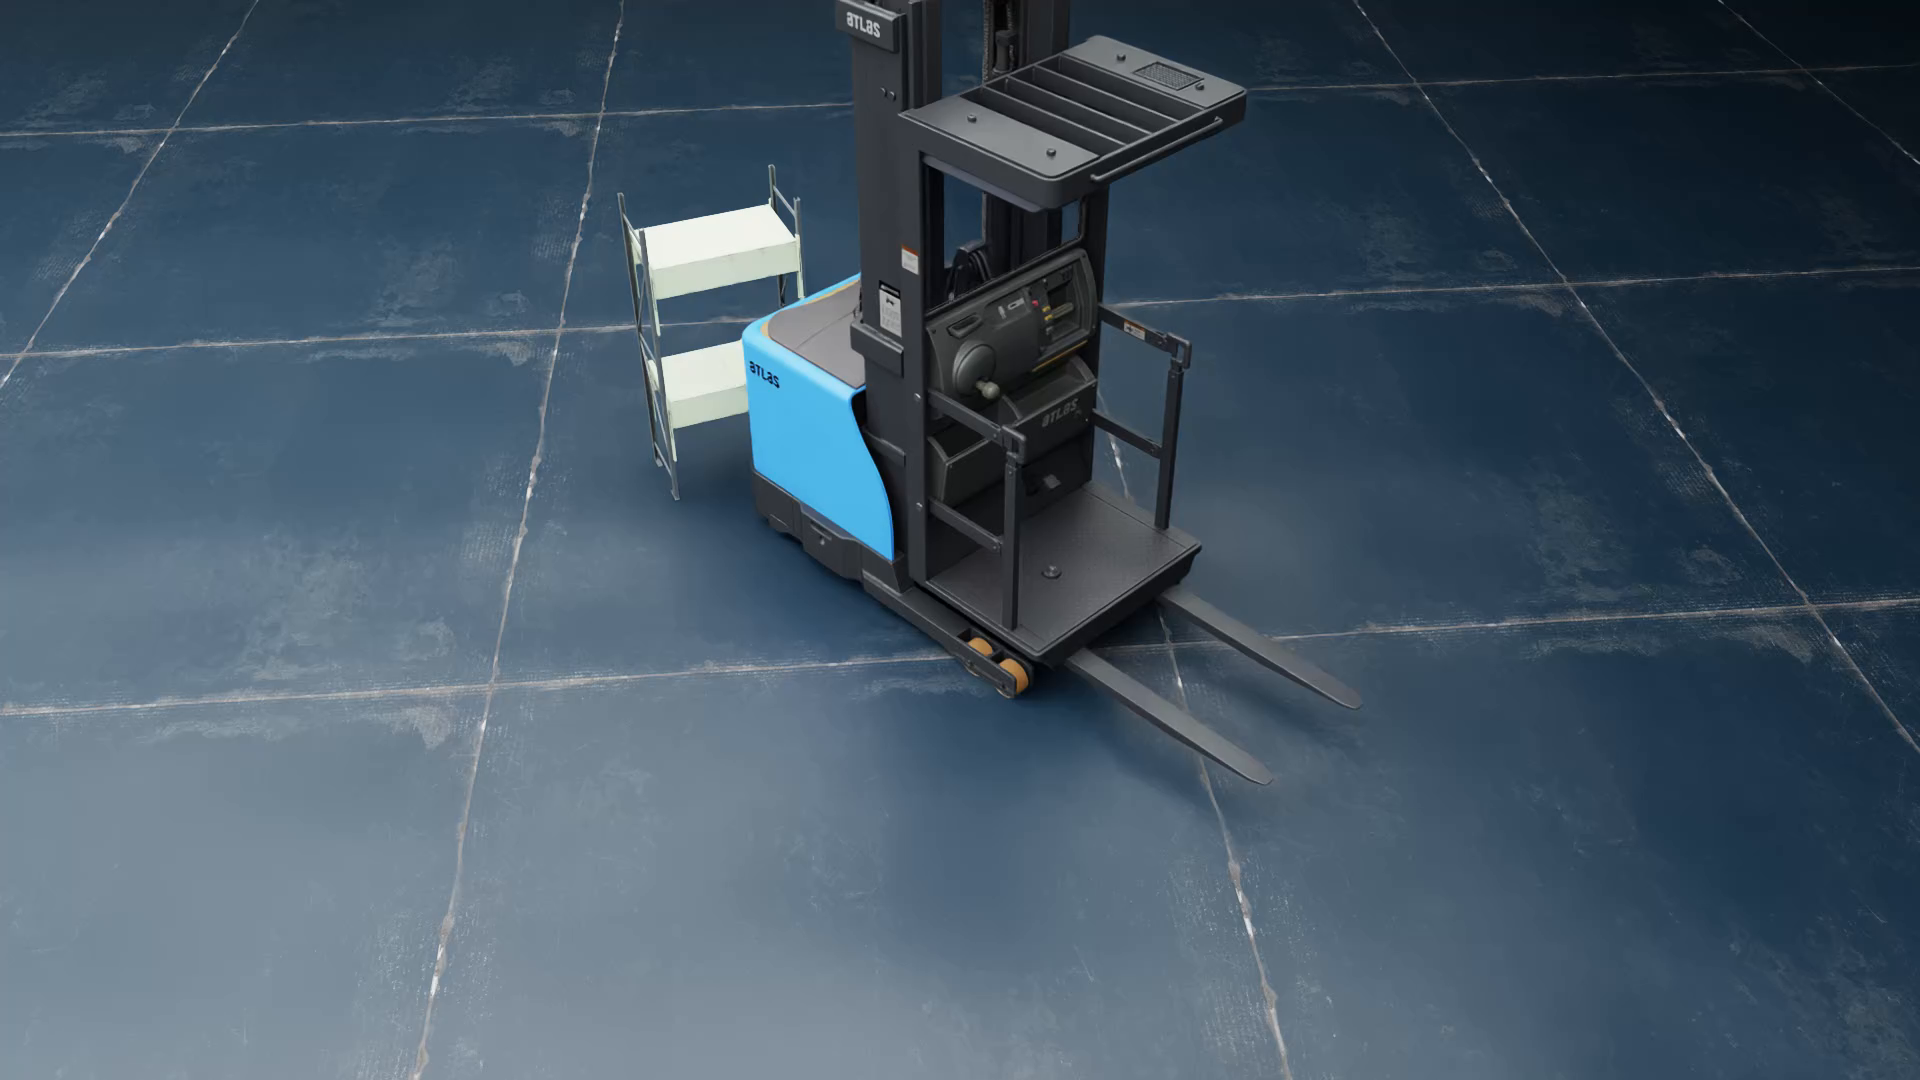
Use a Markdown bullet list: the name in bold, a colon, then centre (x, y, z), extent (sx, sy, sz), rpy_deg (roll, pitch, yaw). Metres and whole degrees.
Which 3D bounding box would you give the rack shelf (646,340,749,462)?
- **rack shelf**: centre (-1.157, -0.735, 8.320), extent (0.720, 0.370, 0.431), rpy_deg (-15, 41, -18)

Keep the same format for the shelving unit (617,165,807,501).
- **shelving unit**: centre (-1.157, -0.991, 8.118), extent (0.755, 1.500, 0.431), rpy_deg (-15, 41, -18)

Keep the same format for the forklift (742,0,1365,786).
- **forklift**: centre (0.377, -0.832, 6.760), extent (1.130, 2.935, 3.031), rpy_deg (-31, 48, -33)

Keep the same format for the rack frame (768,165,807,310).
- **rack frame**: centre (-0.822, -1.082, 8.233), extent (0.023, 1.500, 0.400), rpy_deg (-15, 41, -18)

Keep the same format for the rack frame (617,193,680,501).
- **rack frame**: centre (-1.493, -0.900, 8.002), extent (0.023, 1.500, 0.400), rpy_deg (-15, 41, -18)

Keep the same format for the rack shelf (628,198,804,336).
- **rack shelf**: centre (-1.157, -1.298, 7.876), extent (0.720, 0.370, 0.431), rpy_deg (-15, 41, -18)
